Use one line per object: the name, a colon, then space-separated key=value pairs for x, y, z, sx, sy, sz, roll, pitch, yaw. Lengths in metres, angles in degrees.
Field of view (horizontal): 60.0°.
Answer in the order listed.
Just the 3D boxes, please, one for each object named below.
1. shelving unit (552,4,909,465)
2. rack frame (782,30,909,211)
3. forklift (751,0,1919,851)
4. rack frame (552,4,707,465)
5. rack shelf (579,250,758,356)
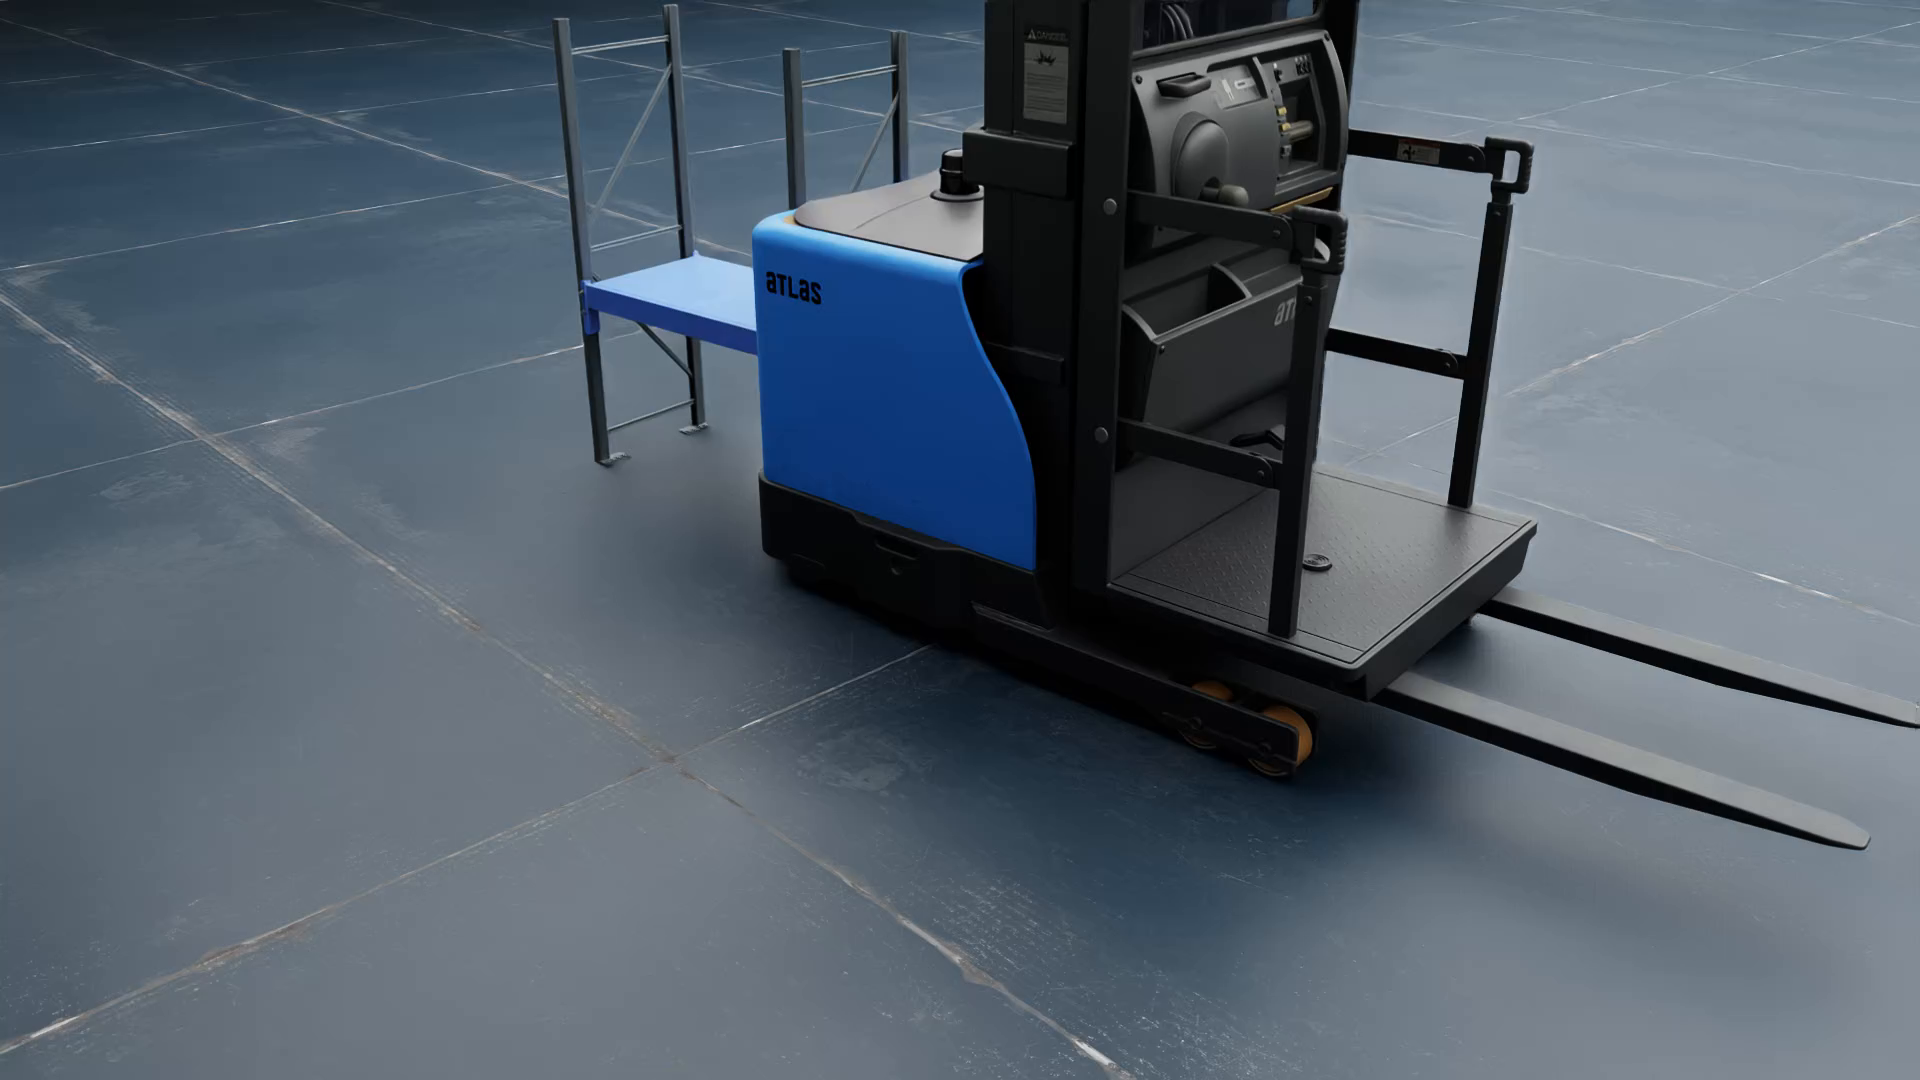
shelving unit: x=-0.720 y=-0.897 z=5.410 sx=1.048 sy=1.500 sz=0.538 roll=19 pitch=31 yaw=35
rack frame: x=-0.326 y=-0.764 z=5.117 sx=0.032 sy=1.500 sz=0.500 roll=19 pitch=31 yaw=35
forklift: x=0.862 y=-1.014 z=3.941 sx=3.031 sy=2.935 sz=1.130 roll=19 pitch=31 yaw=35
rack frame: x=-1.113 y=-1.031 z=5.703 sx=0.032 sy=1.500 sz=0.500 roll=19 pitch=31 yaw=35
rack shelf: x=-0.720 y=-0.734 z=5.484 sx=1.000 sy=0.185 sz=0.538 roll=19 pitch=31 yaw=35
